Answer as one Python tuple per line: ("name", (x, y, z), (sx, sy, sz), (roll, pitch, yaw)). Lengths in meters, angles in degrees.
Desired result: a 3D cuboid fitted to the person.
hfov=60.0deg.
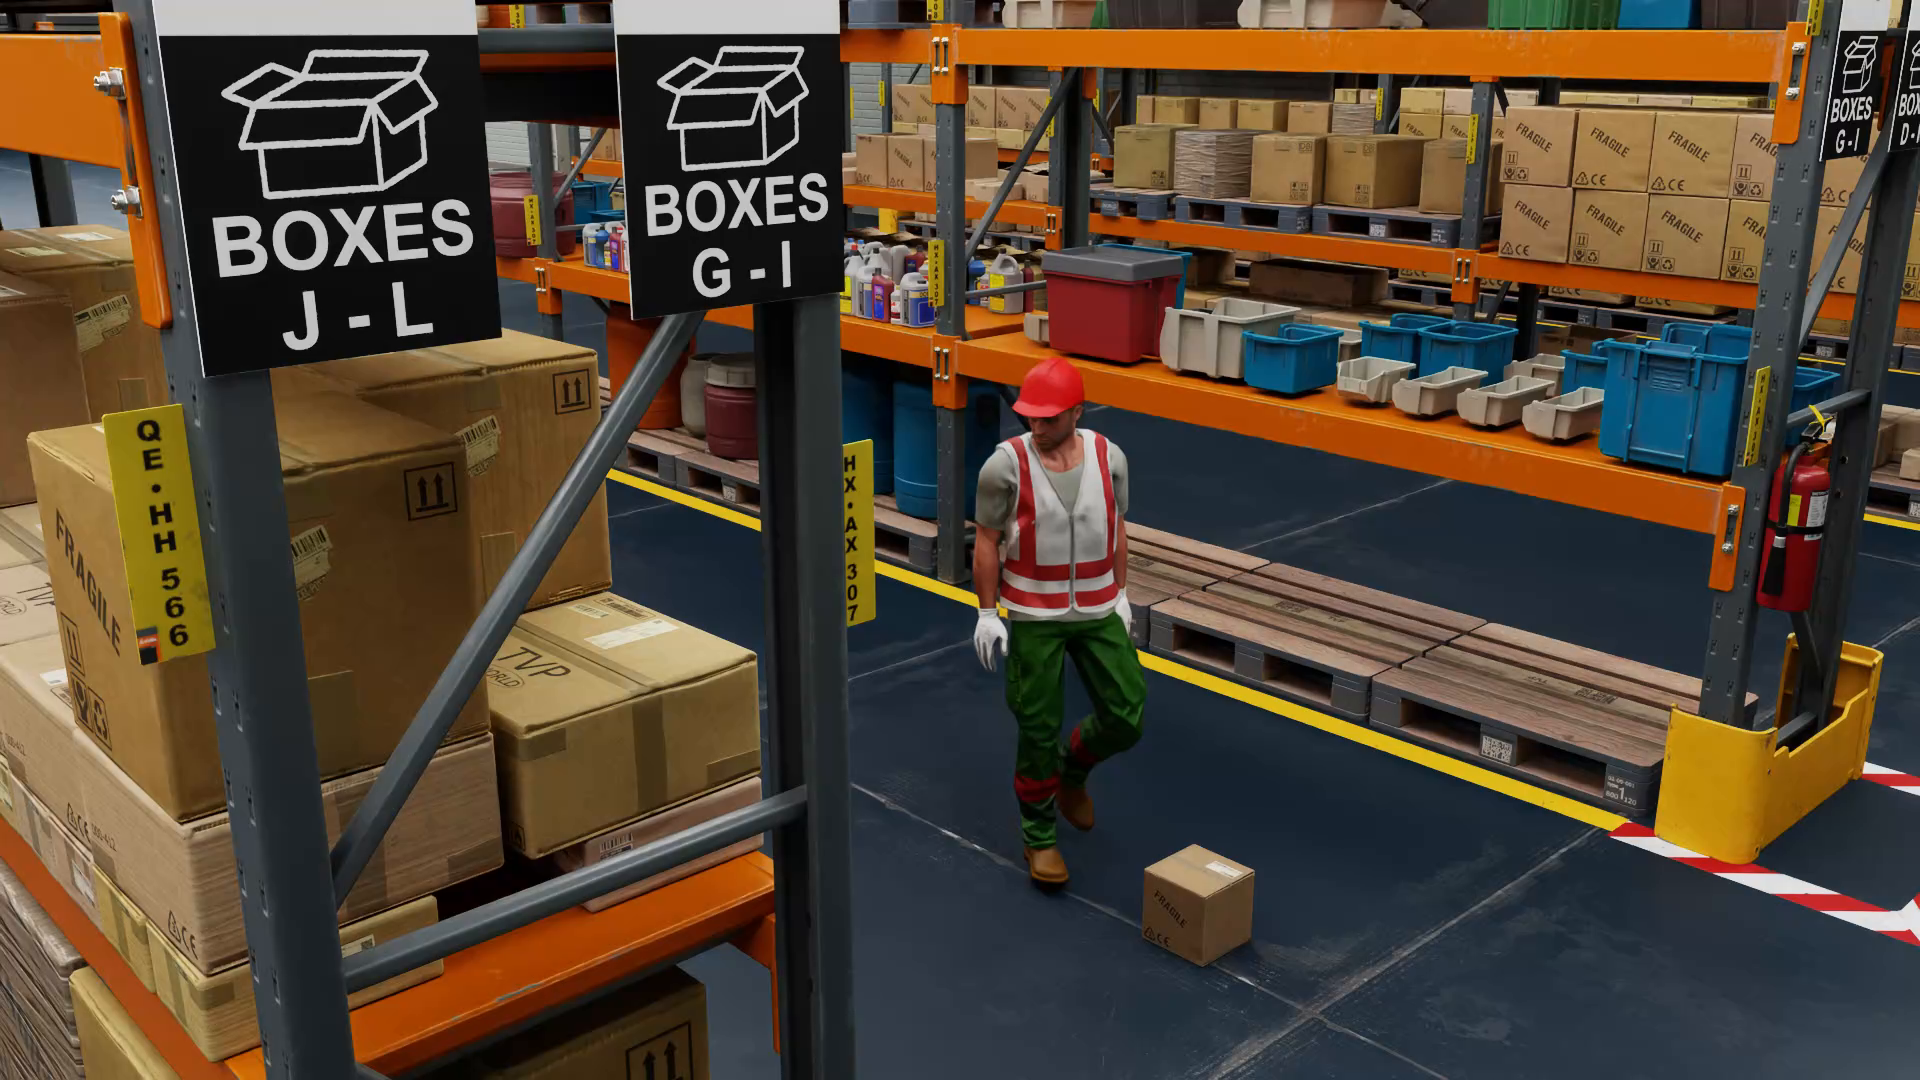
("person", (0.332, 0.257, 5.596), (0.586, 1.775, 0.513), (-4, 18, -14))
